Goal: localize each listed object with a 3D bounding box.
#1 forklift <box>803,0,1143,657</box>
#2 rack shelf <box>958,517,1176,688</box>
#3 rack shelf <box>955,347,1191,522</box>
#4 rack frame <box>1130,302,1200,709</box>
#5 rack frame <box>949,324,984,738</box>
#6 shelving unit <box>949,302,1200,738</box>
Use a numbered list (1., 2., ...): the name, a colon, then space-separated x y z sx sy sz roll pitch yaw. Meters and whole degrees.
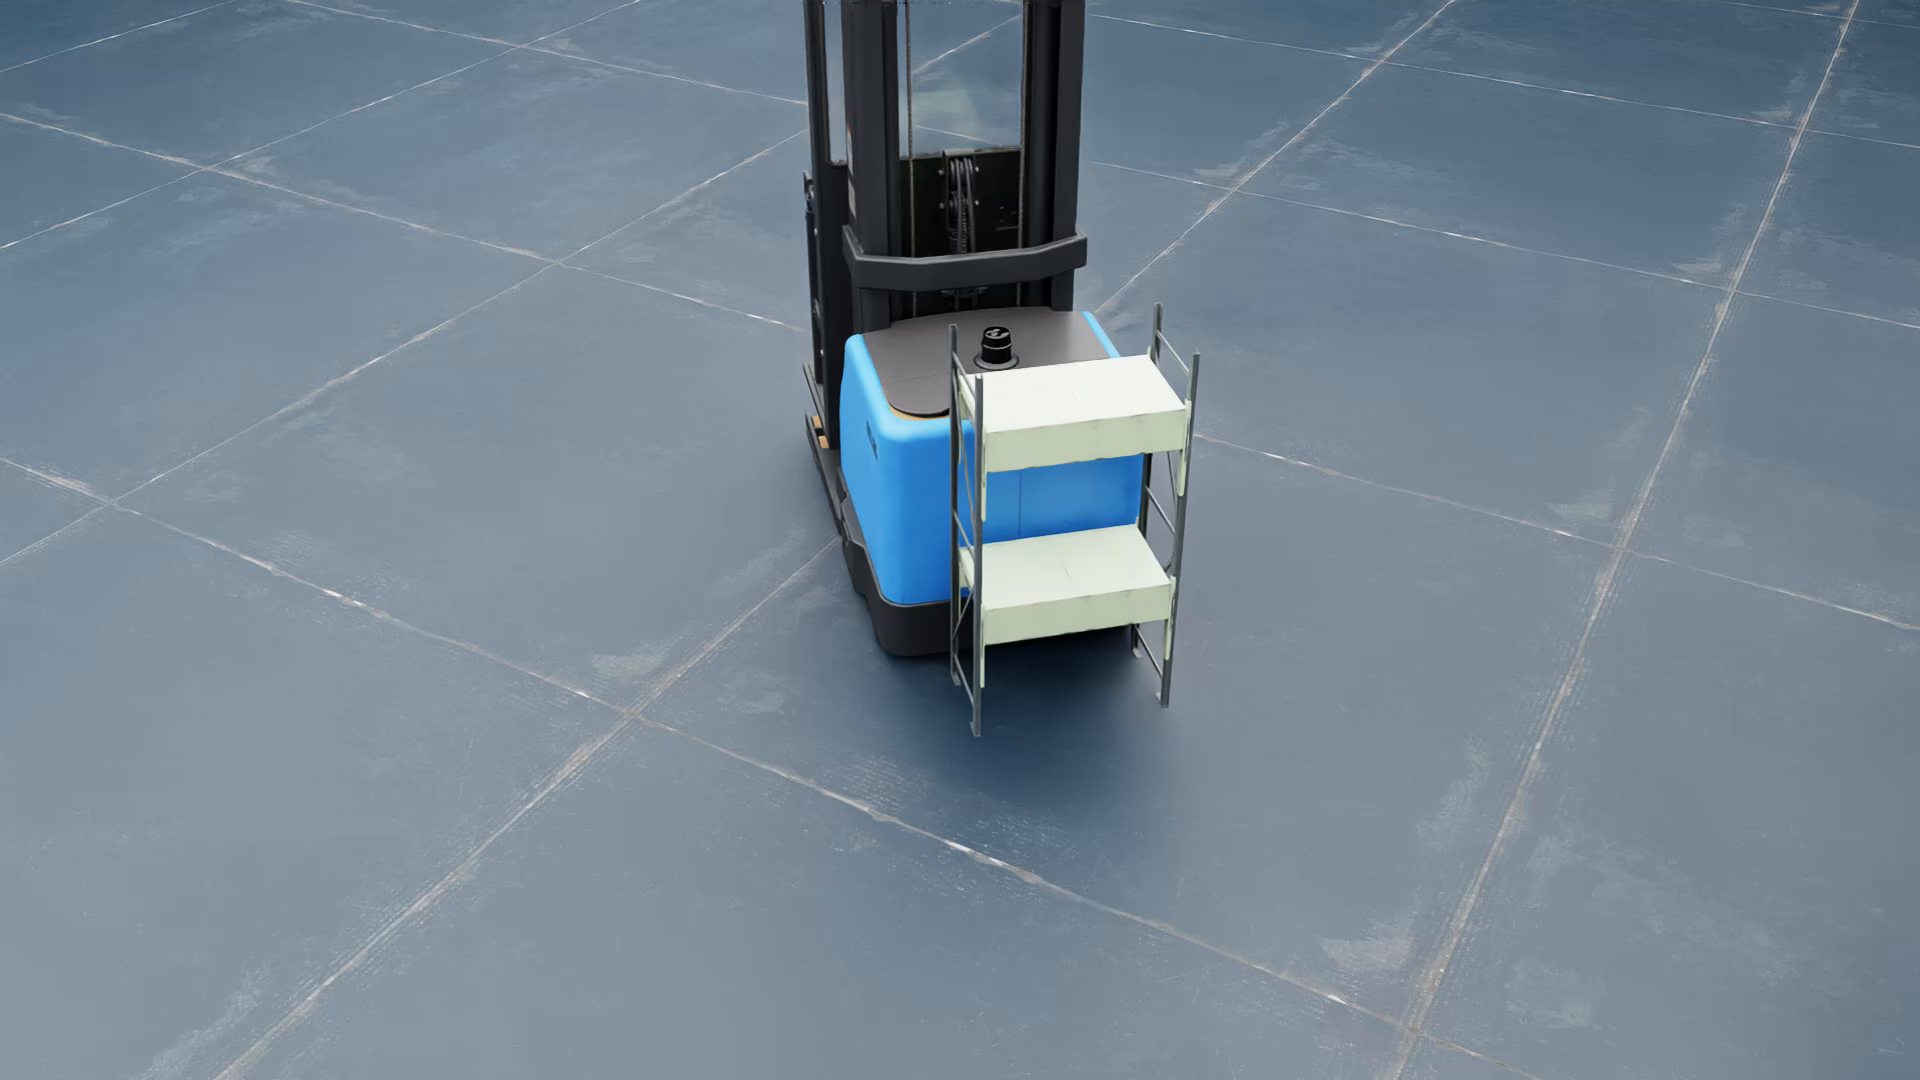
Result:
1. forklift: -0.111 -1.578 6.976 1.130 2.935 3.031 -7 34 -11
2. rack shelf: 0.376 0.224 6.148 0.720 0.370 0.431 -8 34 -11
3. rack shelf: 0.376 -0.372 5.751 0.720 0.370 0.431 -8 34 -11
4. rack frame: 0.732 -0.094 6.038 0.023 1.500 0.400 -8 34 -11
5. rack frame: 0.020 0.000 5.897 0.023 1.500 0.400 -8 34 -11
6. shelving unit: 0.376 -0.047 5.967 0.755 1.500 0.431 -8 34 -11
